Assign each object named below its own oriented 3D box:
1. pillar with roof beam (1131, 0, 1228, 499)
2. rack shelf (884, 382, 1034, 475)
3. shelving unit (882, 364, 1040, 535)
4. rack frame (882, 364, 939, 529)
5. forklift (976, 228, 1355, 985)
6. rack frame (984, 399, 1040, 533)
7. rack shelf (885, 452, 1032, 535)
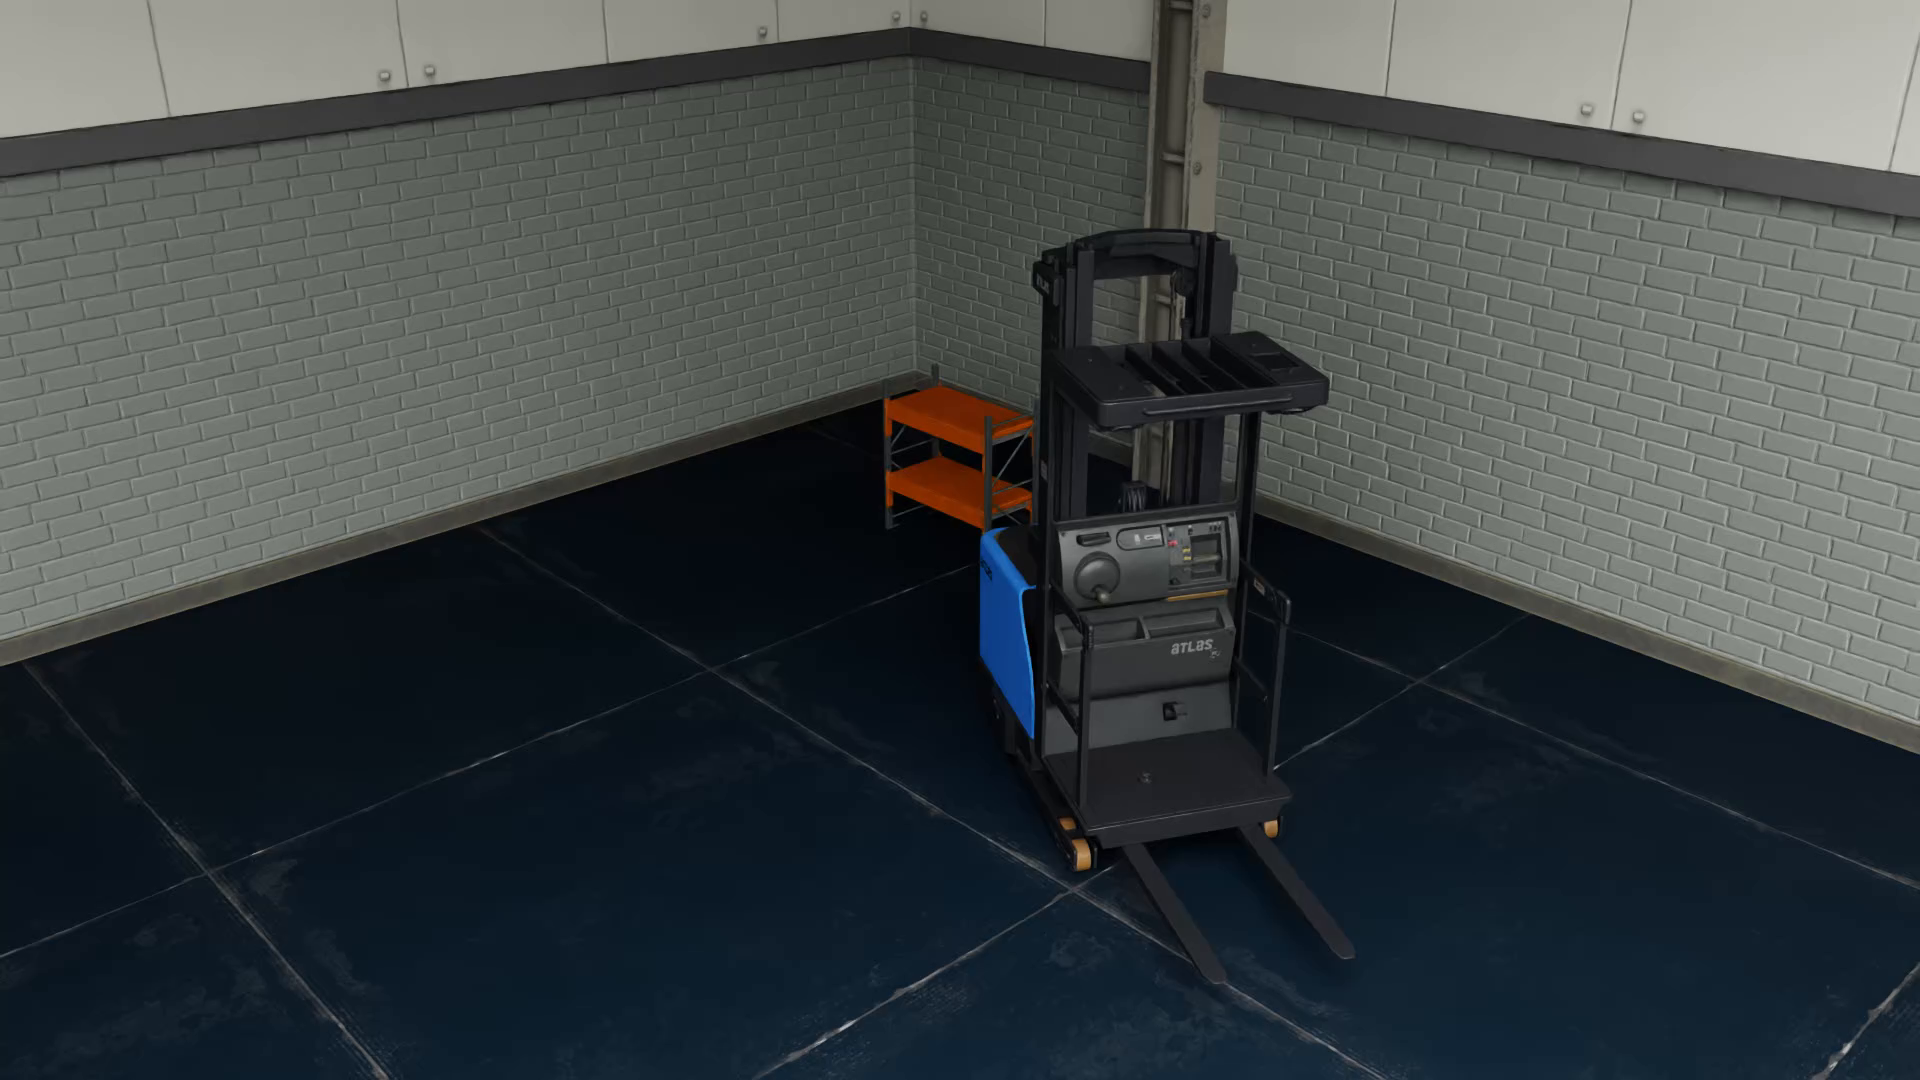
[{"bbox_3d":[-1.595,-3.275,8.087,9.100,9.000,0.400,-21,32,-38],"label":"pillar with roof beam"},{"bbox_3d":[0.005,-0.776,11.391,0.538,0.278,1.000,-21,32,-38],"label":"rack shelf"},{"bbox_3d":[0.005,-0.510,11.512,0.538,1.125,1.048,-21,32,-38],"label":"shelving unit"},{"bbox_3d":[-0.343,-0.664,11.850,0.500,1.125,0.032,-21,32,-38],"label":"rack frame"},{"bbox_3d":[0.989,0.116,7.963,1.130,2.935,3.031,-7,25,-14],"label":"forklift"},{"bbox_3d":[0.352,-0.356,11.174,0.500,1.125,0.032,-21,32,-38],"label":"rack frame"},{"bbox_3d":[0.005,-0.287,11.614,0.538,0.278,1.000,-21,32,-38],"label":"rack shelf"}]
